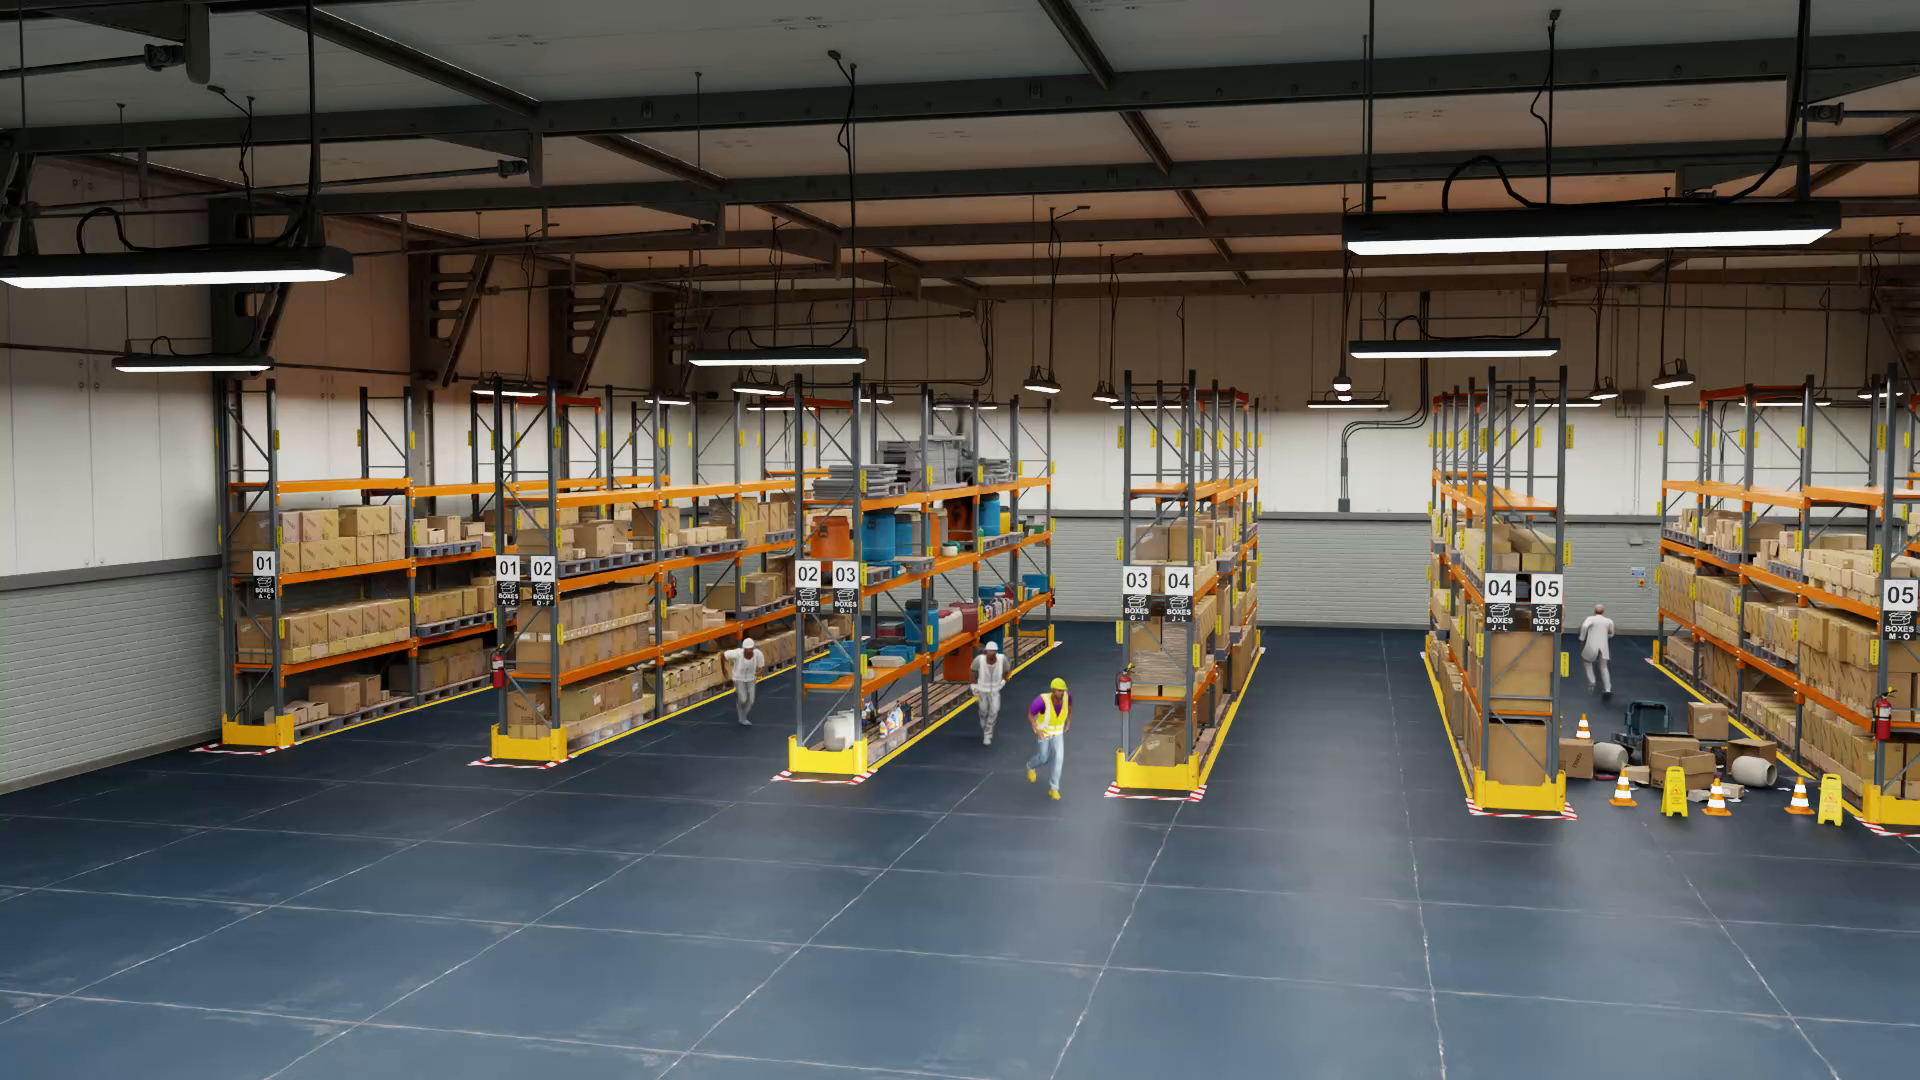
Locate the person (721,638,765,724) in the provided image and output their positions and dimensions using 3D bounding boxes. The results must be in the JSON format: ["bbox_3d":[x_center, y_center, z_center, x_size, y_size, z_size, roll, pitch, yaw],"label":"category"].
[{"bbox_3d":[-3.784,2.472,29.004,0.735,1.577,0.837,-1,4,-20],"label":"person"}]

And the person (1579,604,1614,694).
[{"bbox_3d":[12.487,2.157,32.637,0.724,1.794,0.922,0,3,6],"label":"person"}]

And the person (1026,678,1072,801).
[{"bbox_3d":[1.231,2.765,23.532,0.721,1.713,1.024,-2,4,-29],"label":"person"}]

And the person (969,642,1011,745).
[{"bbox_3d":[0.489,2.511,27.645,0.681,1.715,0.879,-1,3,-11],"label":"person"}]
